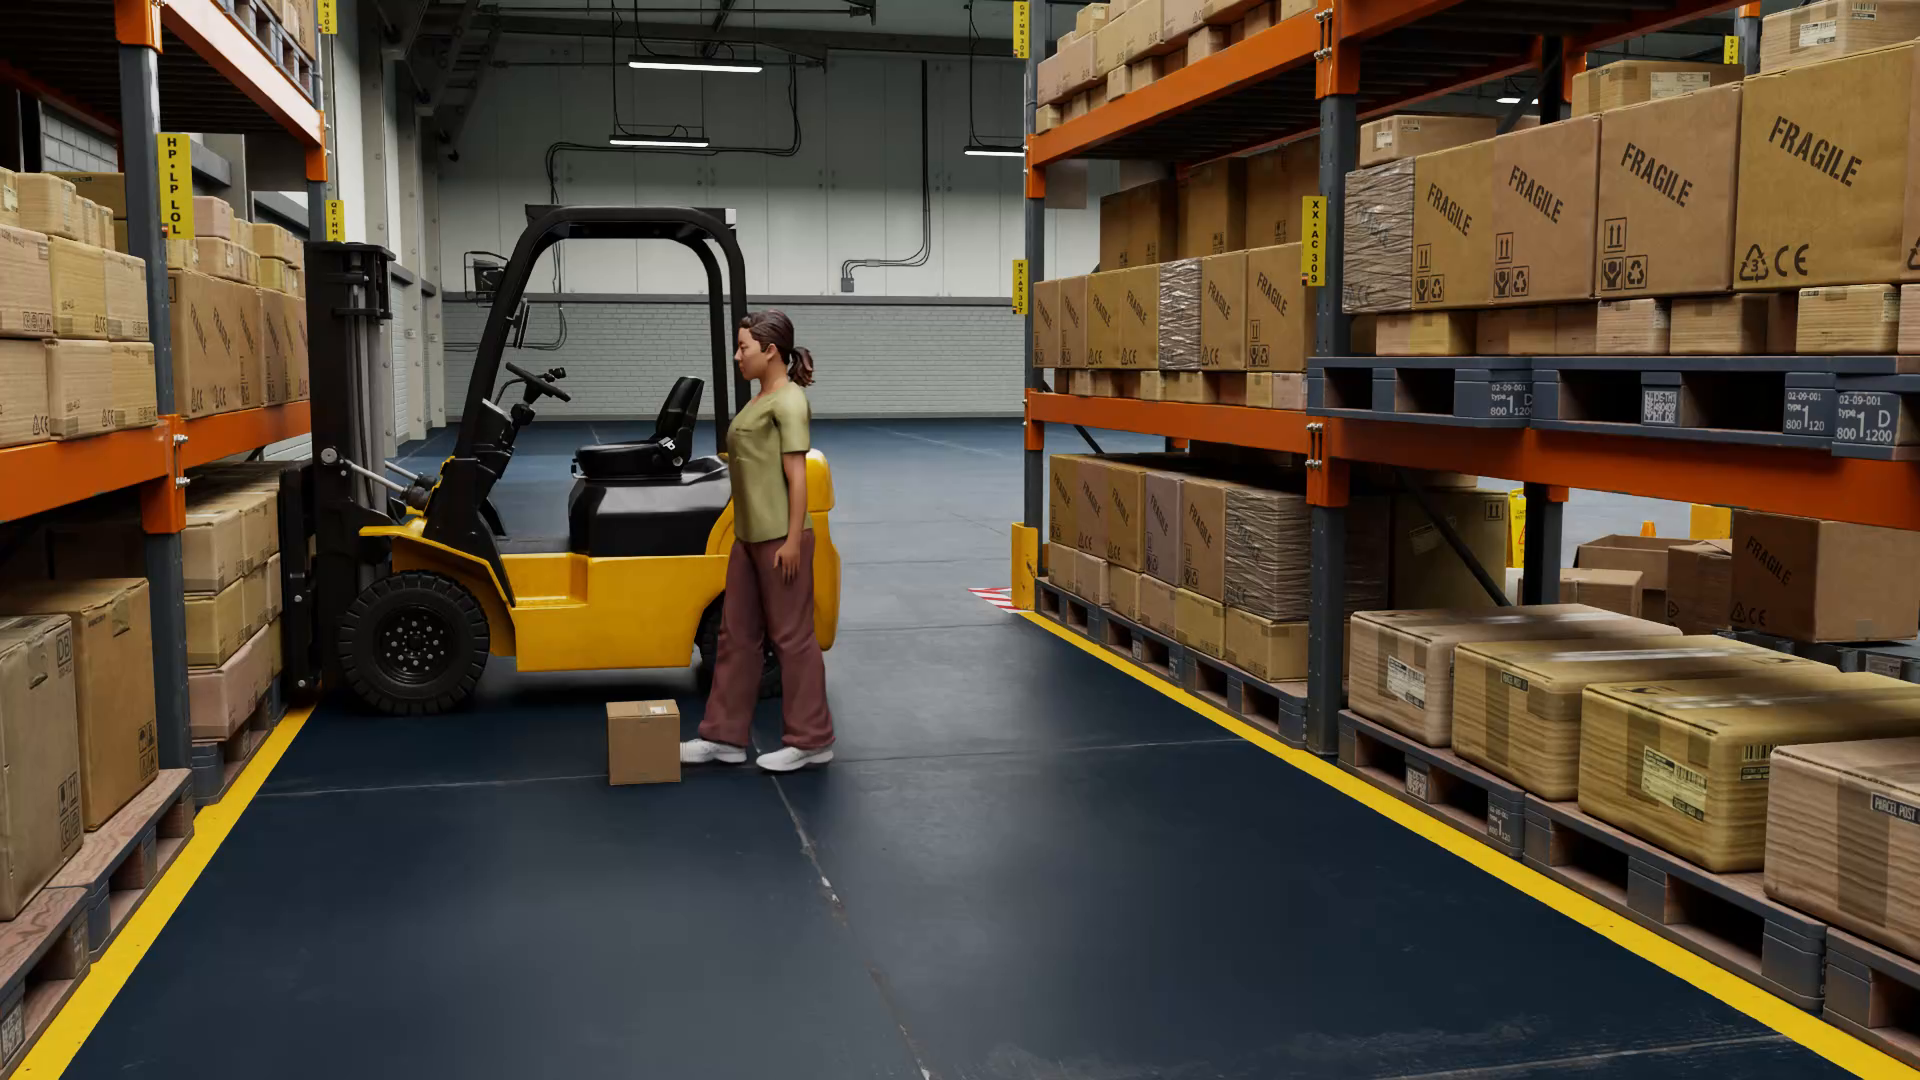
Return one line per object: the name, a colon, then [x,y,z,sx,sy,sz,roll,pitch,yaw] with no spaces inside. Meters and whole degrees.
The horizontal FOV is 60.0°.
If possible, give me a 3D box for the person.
person: [-0.757,0.006,6.012,0.592,1.672,0.457,-3,7,-24]
